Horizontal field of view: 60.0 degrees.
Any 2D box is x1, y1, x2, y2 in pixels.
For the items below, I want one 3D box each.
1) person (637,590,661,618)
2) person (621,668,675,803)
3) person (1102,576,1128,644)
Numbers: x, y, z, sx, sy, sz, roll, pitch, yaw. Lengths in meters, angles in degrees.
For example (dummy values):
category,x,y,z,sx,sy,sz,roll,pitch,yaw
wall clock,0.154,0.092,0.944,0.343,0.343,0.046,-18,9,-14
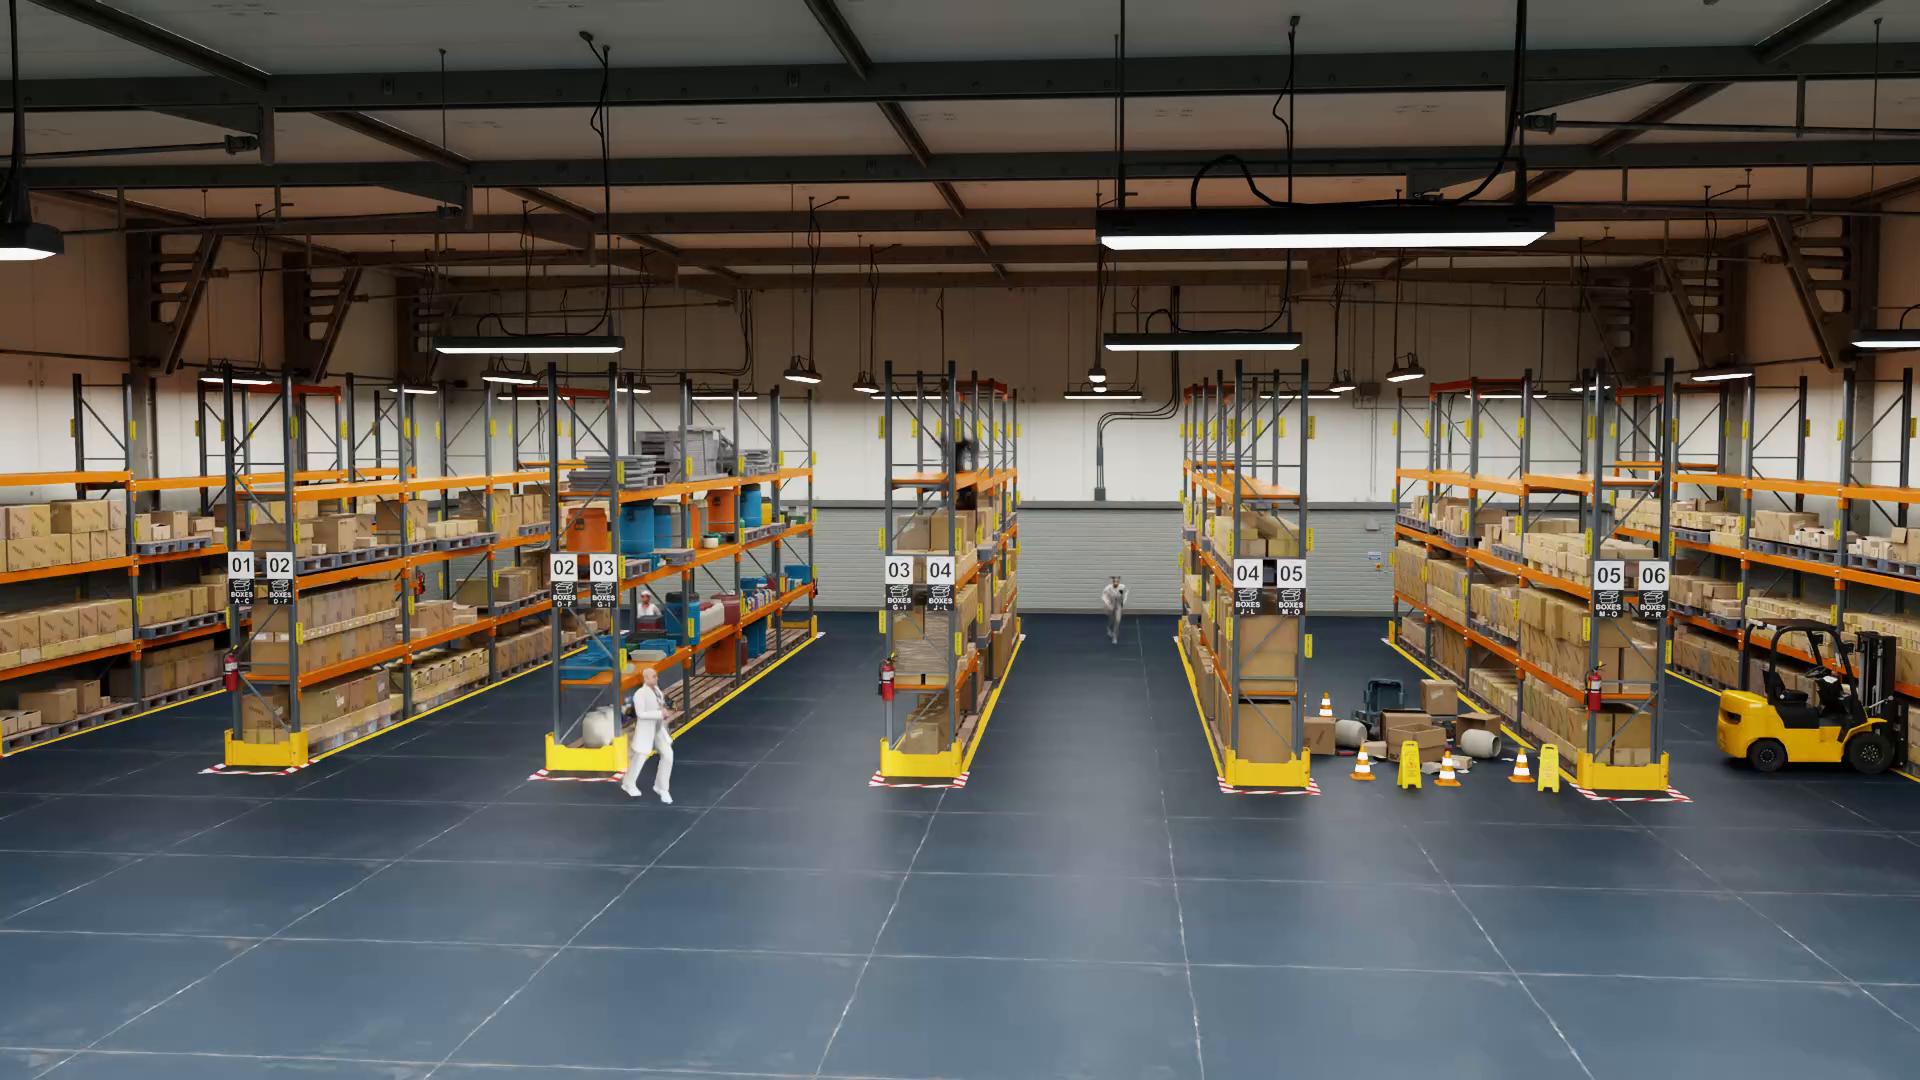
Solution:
category,x,y,z,sx,sy,sz,roll,pitch,yaw
person,-6.420,1.901,33.857,0.652,1.743,0.591,0,4,3
person,-4.201,2.687,22.440,0.932,1.753,0.649,2,5,33
person,3.658,1.629,39.432,0.646,1.633,0.968,0,4,-7
